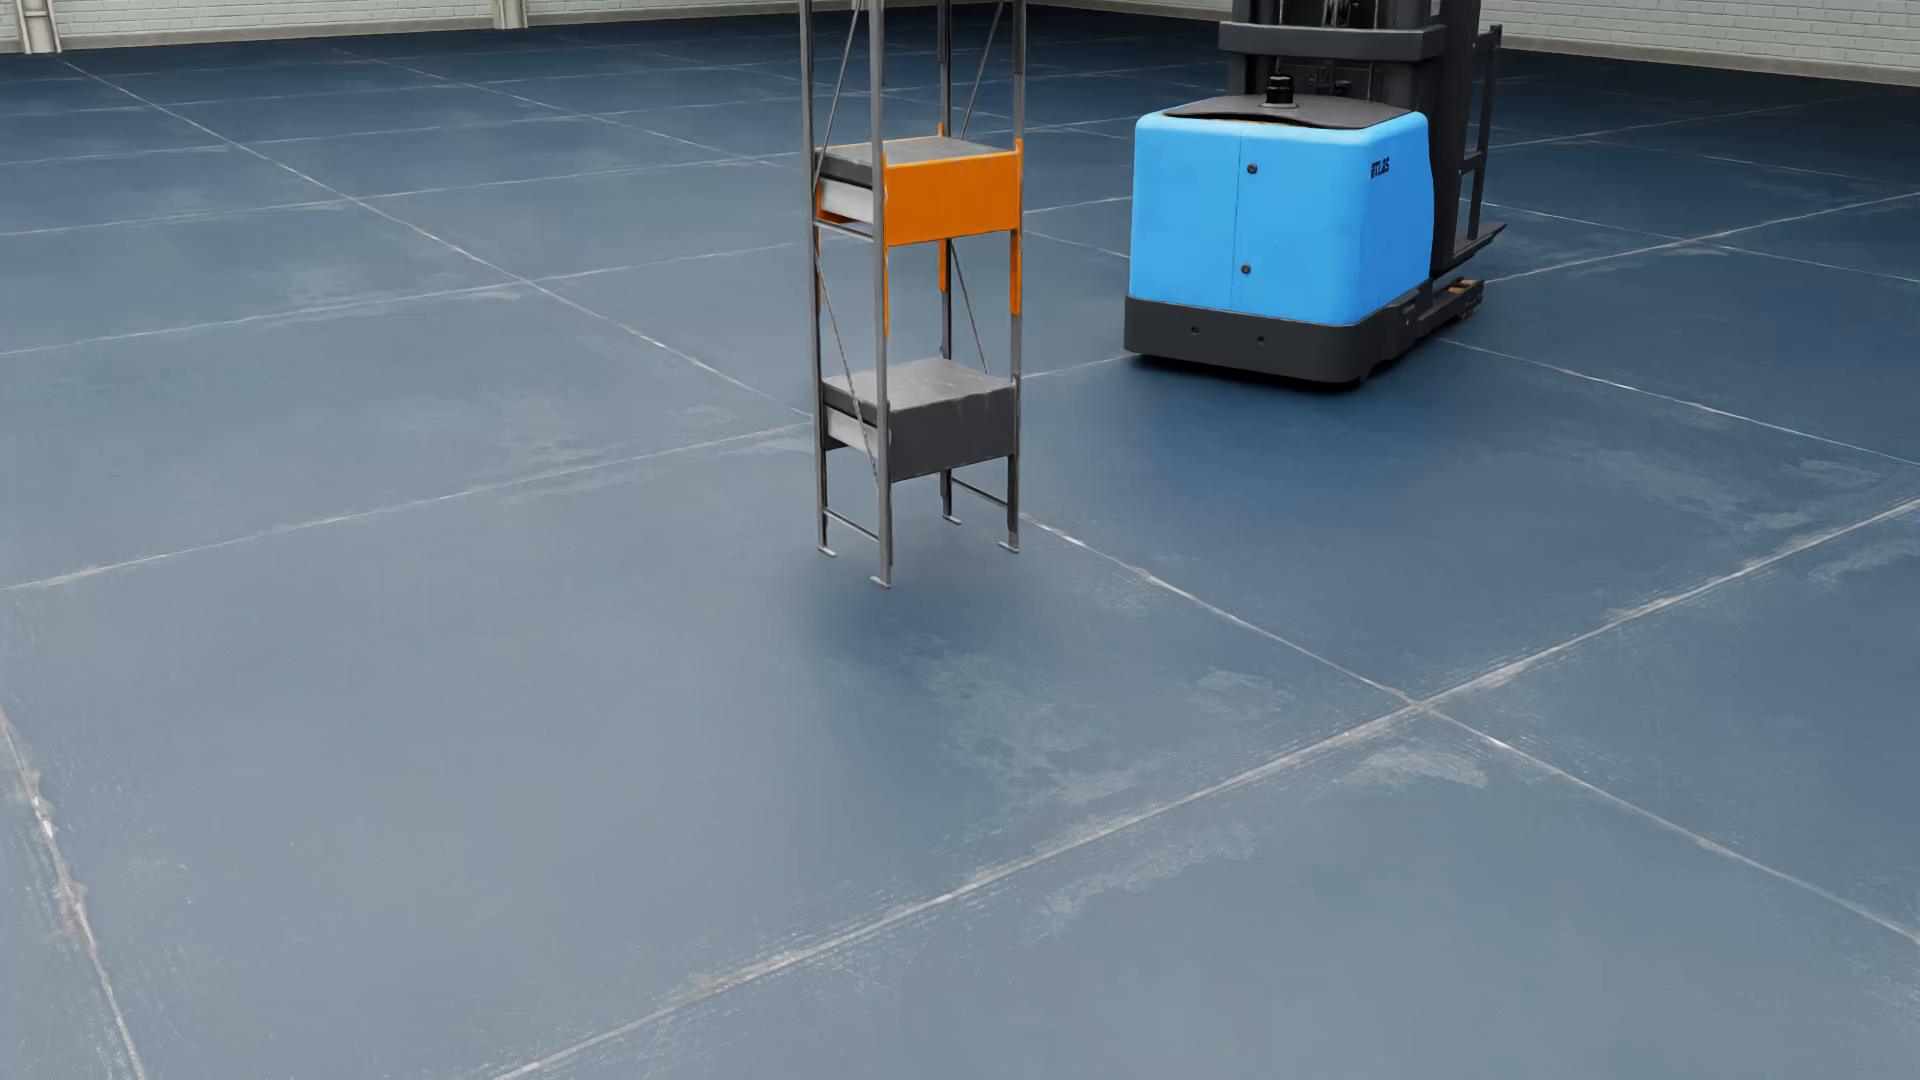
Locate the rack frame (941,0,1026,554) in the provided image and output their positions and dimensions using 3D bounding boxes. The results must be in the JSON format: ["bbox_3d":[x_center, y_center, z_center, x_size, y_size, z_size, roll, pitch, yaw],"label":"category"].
[{"bbox_3d":[0.064,-0.992,5.050,0.015,2.100,0.400,-15,26,-33],"label":"rack frame"}]

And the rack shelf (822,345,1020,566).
[{"bbox_3d":[-0.134,-0.277,5.182,0.480,0.518,0.431,-15,26,-33],"label":"rack shelf"}]

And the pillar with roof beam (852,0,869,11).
[{"bbox_3d":[0.998,-11.466,21.990,0.400,9.000,9.100,-15,26,-33],"label":"pillar with roof beam"}]

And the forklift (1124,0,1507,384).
[{"bbox_3d":[1.930,-2.501,7.709,1.130,2.935,3.031,13,25,30],"label":"forklift"}]

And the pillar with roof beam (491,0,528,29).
[{"bbox_3d":[-3.872,-10.168,18.735,0.400,9.000,9.100,-15,26,-33],"label":"pillar with roof beam"}]

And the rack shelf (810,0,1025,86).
[{"bbox_3d":[-0.134,-1.577,4.663,0.480,0.518,0.431,-15,26,-33],"label":"rack shelf"}]

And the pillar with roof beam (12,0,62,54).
[{"bbox_3d":[-8.743,-8.869,15.481,0.400,9.000,9.100,-15,26,-33],"label":"pillar with roof beam"}]

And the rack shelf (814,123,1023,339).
[{"bbox_3d":[-0.134,-0.927,4.922,0.480,0.518,0.431,-15,26,-33],"label":"rack shelf"}]

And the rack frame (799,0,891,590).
[{"bbox_3d":[-0.332,-0.887,4.785,0.015,2.100,0.400,-15,26,-33],"label":"rack frame"}]

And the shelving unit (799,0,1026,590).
[{"bbox_3d":[-0.134,-0.939,4.917,0.503,2.100,0.431,-15,26,-33],"label":"shelving unit"}]
